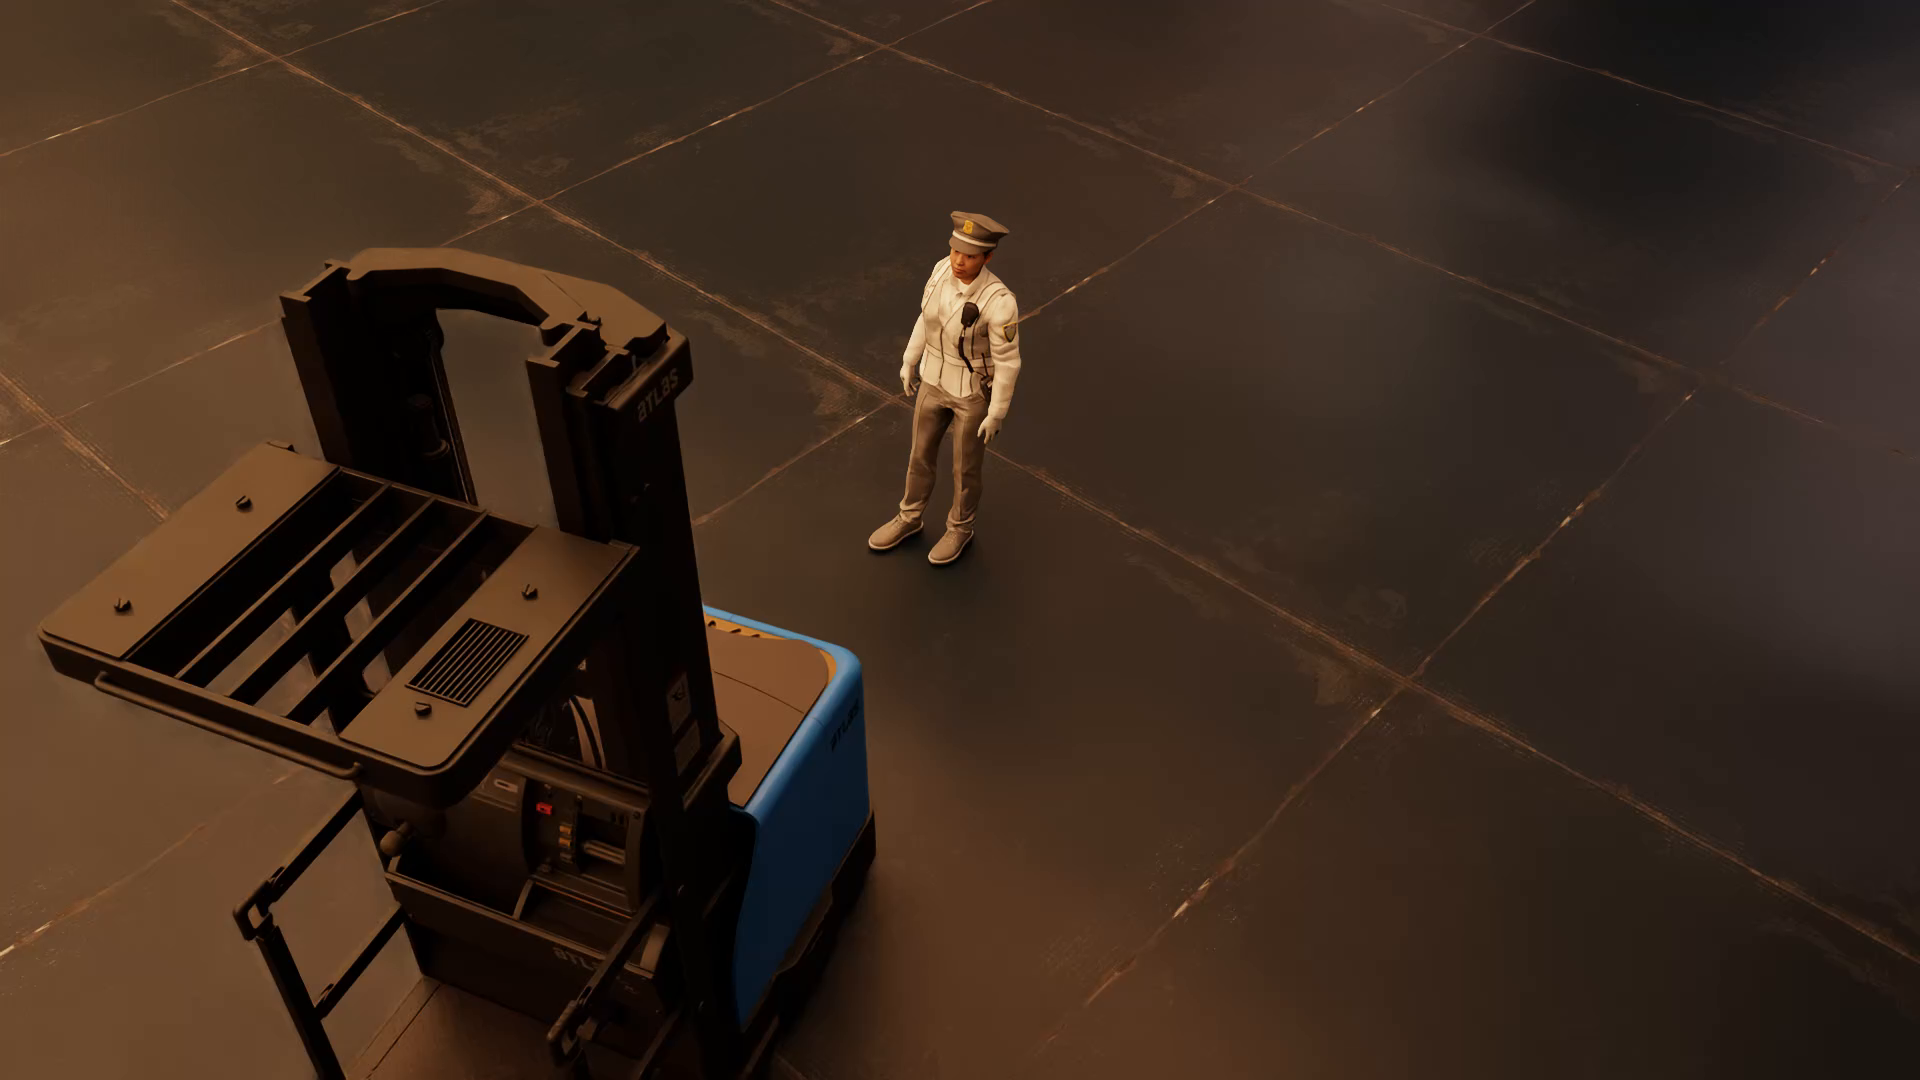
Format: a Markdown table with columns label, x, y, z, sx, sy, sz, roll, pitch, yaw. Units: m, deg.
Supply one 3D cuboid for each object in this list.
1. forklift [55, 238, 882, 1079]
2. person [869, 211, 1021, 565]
| label | x | y | z | sx | sy | sz | roll | pitch | yaw |
| --- | --- | --- | --- | --- | --- | --- | --- | --- | --- |
| forklift | -1.334 | 0.812 | 4.482 | 1.130 | 2.935 | 3.031 | 15 | 43 | 17 |
| person | -0.050 | -0.619 | 7.089 | 0.587 | 1.696 | 0.534 | 31 | 49 | 31 |
